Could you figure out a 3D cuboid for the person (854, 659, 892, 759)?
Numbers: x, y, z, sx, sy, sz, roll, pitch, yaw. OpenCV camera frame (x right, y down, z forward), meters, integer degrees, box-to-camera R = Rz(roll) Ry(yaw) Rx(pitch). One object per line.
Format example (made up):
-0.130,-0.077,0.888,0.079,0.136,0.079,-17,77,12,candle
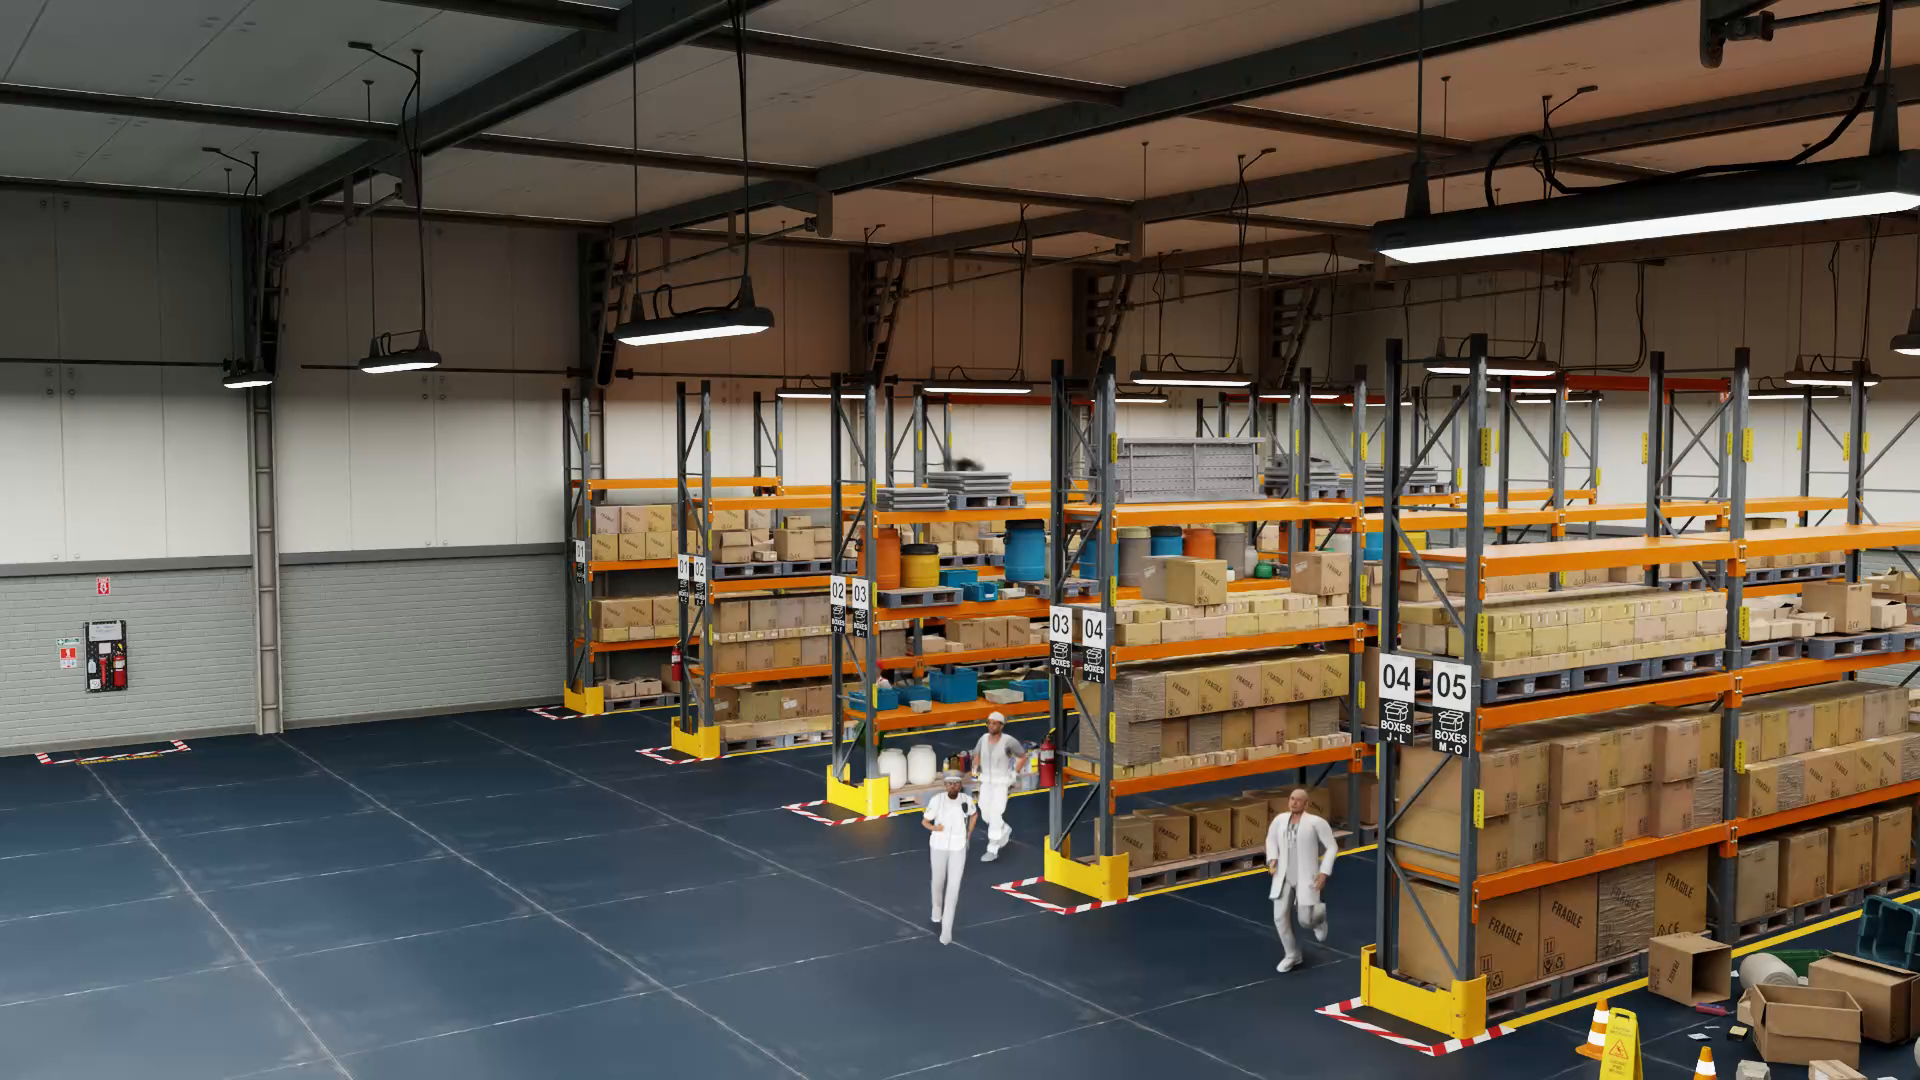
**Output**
-1.326,2.659,25.044,0.644,1.742,0.609,3,5,42,person

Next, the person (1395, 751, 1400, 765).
6.292,2.768,24.120,0.564,1.676,0.635,-2,4,-32,person

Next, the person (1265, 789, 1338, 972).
3.301,3.276,16.195,0.730,1.724,0.716,2,4,31,person

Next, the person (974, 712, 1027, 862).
0.445,2.972,20.281,0.680,1.773,0.794,2,4,32,person

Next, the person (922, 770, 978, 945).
-0.122,3.208,17.195,0.548,1.731,0.874,0,4,0,person
